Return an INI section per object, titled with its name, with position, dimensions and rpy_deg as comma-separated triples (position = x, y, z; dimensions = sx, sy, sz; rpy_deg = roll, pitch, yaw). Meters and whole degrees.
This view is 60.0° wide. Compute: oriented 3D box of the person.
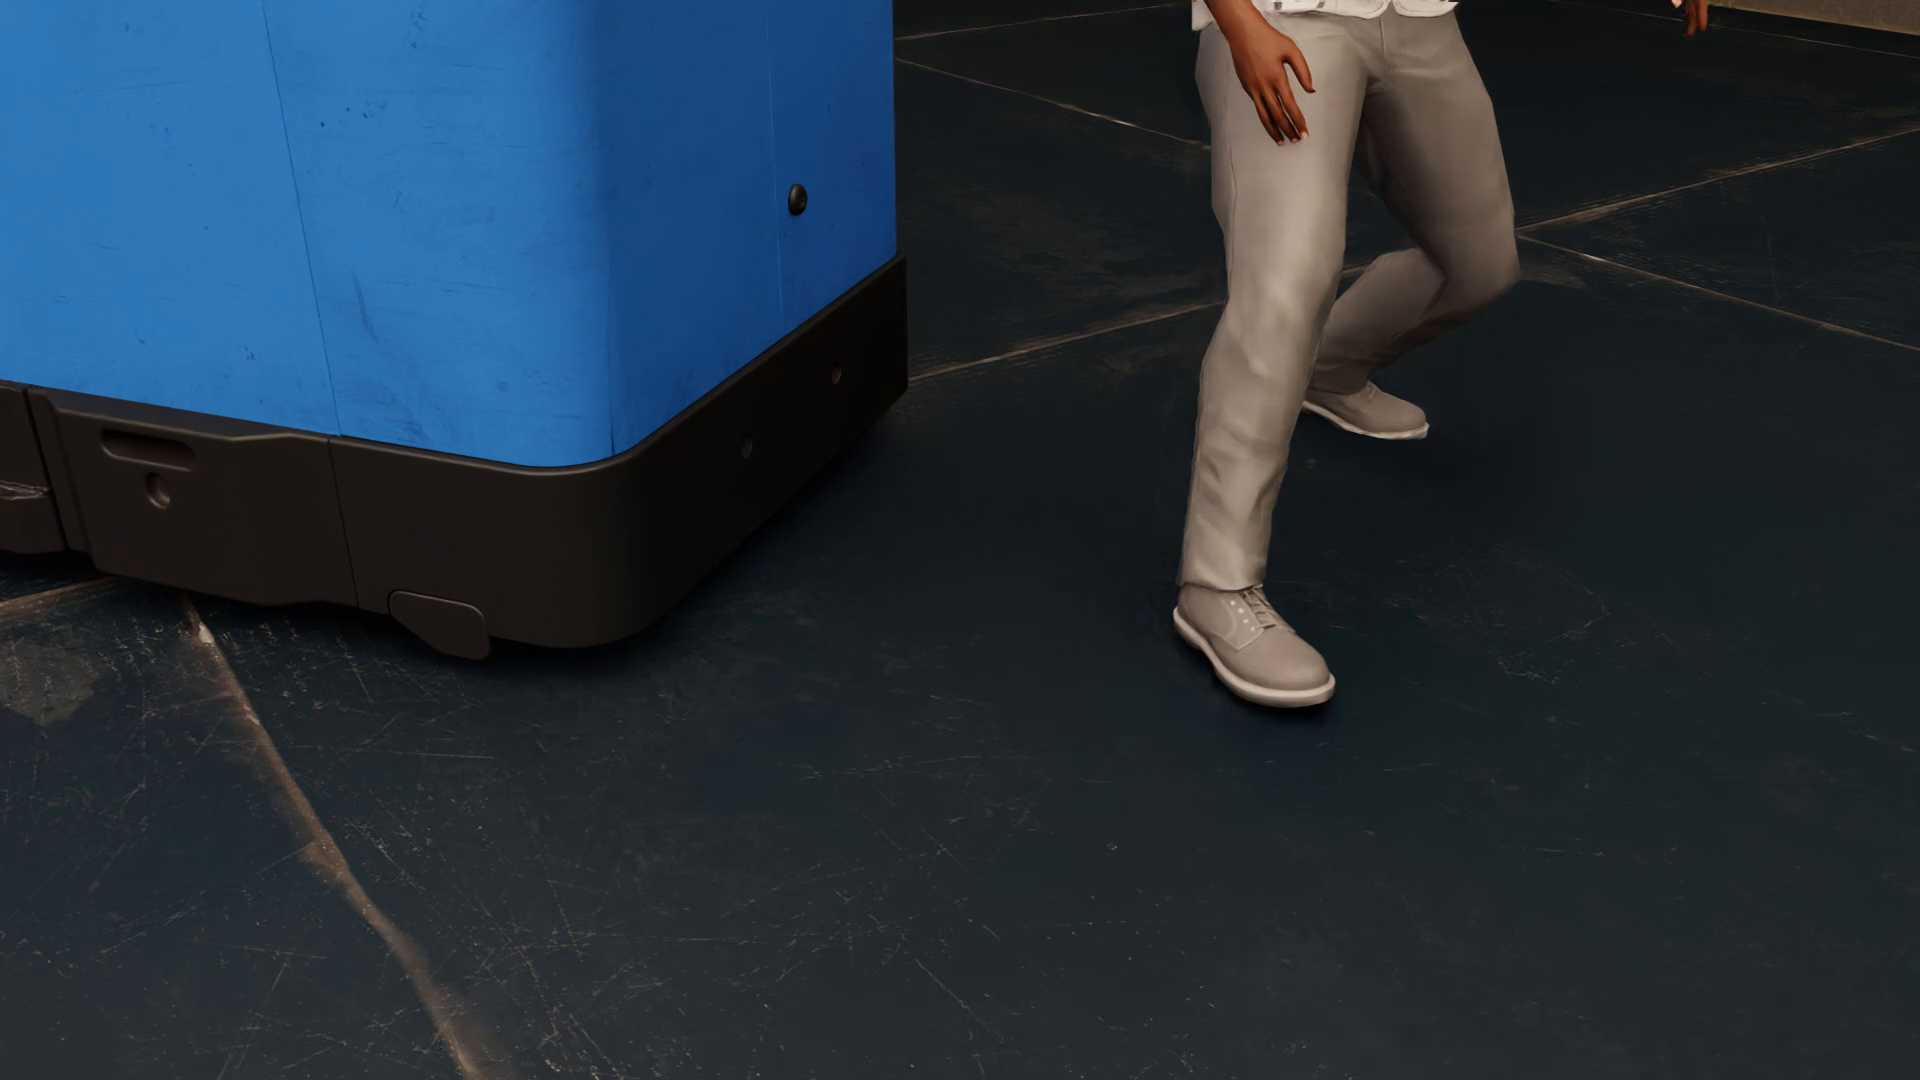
[person]
position = 0.568, -0.690, 2.213
dimensions = 0.881, 1.525, 0.863
rpy_deg = -14, 30, -25

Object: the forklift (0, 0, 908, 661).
[forklift]
position = -1.662, -1.553, 2.327
dimensions = 3.031, 2.935, 1.130
rpy_deg = 9, 28, 18
